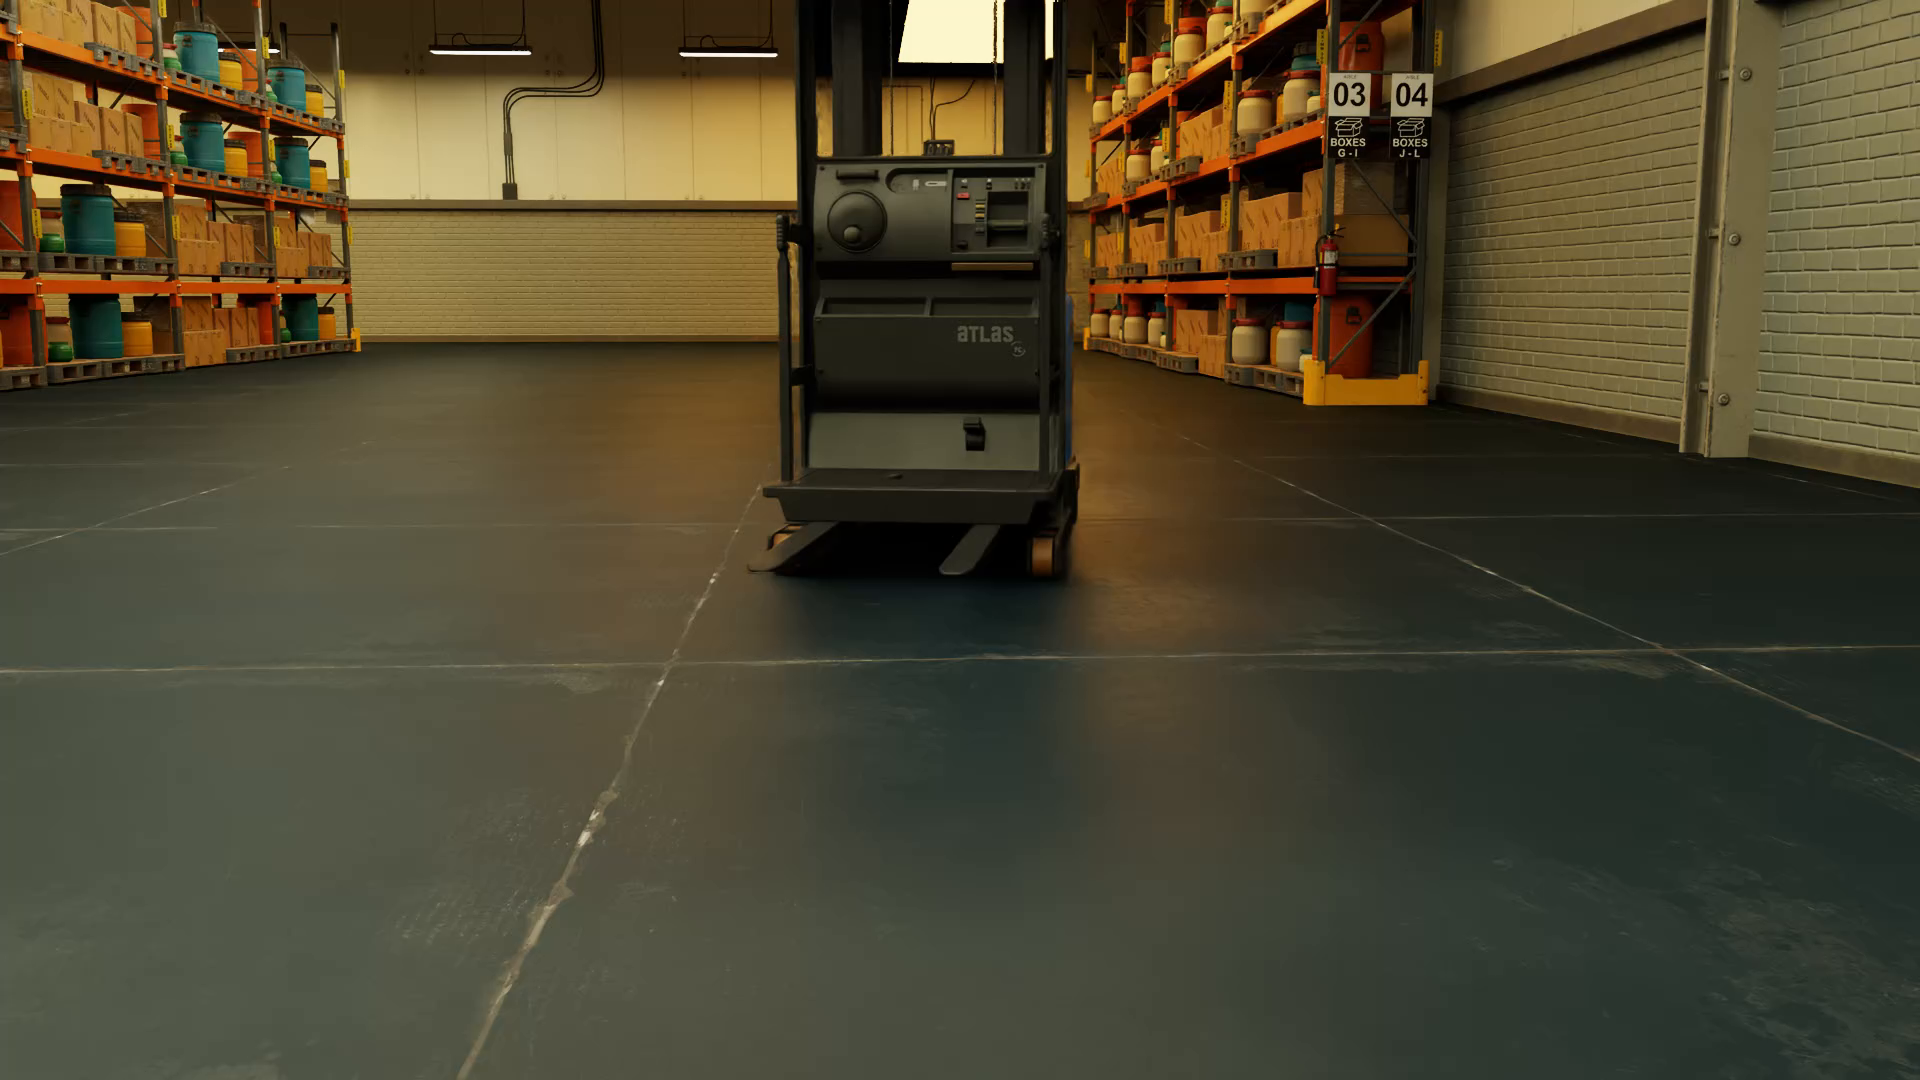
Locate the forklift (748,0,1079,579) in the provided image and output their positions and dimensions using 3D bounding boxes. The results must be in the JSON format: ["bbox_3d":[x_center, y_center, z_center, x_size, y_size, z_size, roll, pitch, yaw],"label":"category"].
[{"bbox_3d":[-0.143,-1.352,6.434,1.130,2.935,3.031,1,9,7],"label":"forklift"}]
